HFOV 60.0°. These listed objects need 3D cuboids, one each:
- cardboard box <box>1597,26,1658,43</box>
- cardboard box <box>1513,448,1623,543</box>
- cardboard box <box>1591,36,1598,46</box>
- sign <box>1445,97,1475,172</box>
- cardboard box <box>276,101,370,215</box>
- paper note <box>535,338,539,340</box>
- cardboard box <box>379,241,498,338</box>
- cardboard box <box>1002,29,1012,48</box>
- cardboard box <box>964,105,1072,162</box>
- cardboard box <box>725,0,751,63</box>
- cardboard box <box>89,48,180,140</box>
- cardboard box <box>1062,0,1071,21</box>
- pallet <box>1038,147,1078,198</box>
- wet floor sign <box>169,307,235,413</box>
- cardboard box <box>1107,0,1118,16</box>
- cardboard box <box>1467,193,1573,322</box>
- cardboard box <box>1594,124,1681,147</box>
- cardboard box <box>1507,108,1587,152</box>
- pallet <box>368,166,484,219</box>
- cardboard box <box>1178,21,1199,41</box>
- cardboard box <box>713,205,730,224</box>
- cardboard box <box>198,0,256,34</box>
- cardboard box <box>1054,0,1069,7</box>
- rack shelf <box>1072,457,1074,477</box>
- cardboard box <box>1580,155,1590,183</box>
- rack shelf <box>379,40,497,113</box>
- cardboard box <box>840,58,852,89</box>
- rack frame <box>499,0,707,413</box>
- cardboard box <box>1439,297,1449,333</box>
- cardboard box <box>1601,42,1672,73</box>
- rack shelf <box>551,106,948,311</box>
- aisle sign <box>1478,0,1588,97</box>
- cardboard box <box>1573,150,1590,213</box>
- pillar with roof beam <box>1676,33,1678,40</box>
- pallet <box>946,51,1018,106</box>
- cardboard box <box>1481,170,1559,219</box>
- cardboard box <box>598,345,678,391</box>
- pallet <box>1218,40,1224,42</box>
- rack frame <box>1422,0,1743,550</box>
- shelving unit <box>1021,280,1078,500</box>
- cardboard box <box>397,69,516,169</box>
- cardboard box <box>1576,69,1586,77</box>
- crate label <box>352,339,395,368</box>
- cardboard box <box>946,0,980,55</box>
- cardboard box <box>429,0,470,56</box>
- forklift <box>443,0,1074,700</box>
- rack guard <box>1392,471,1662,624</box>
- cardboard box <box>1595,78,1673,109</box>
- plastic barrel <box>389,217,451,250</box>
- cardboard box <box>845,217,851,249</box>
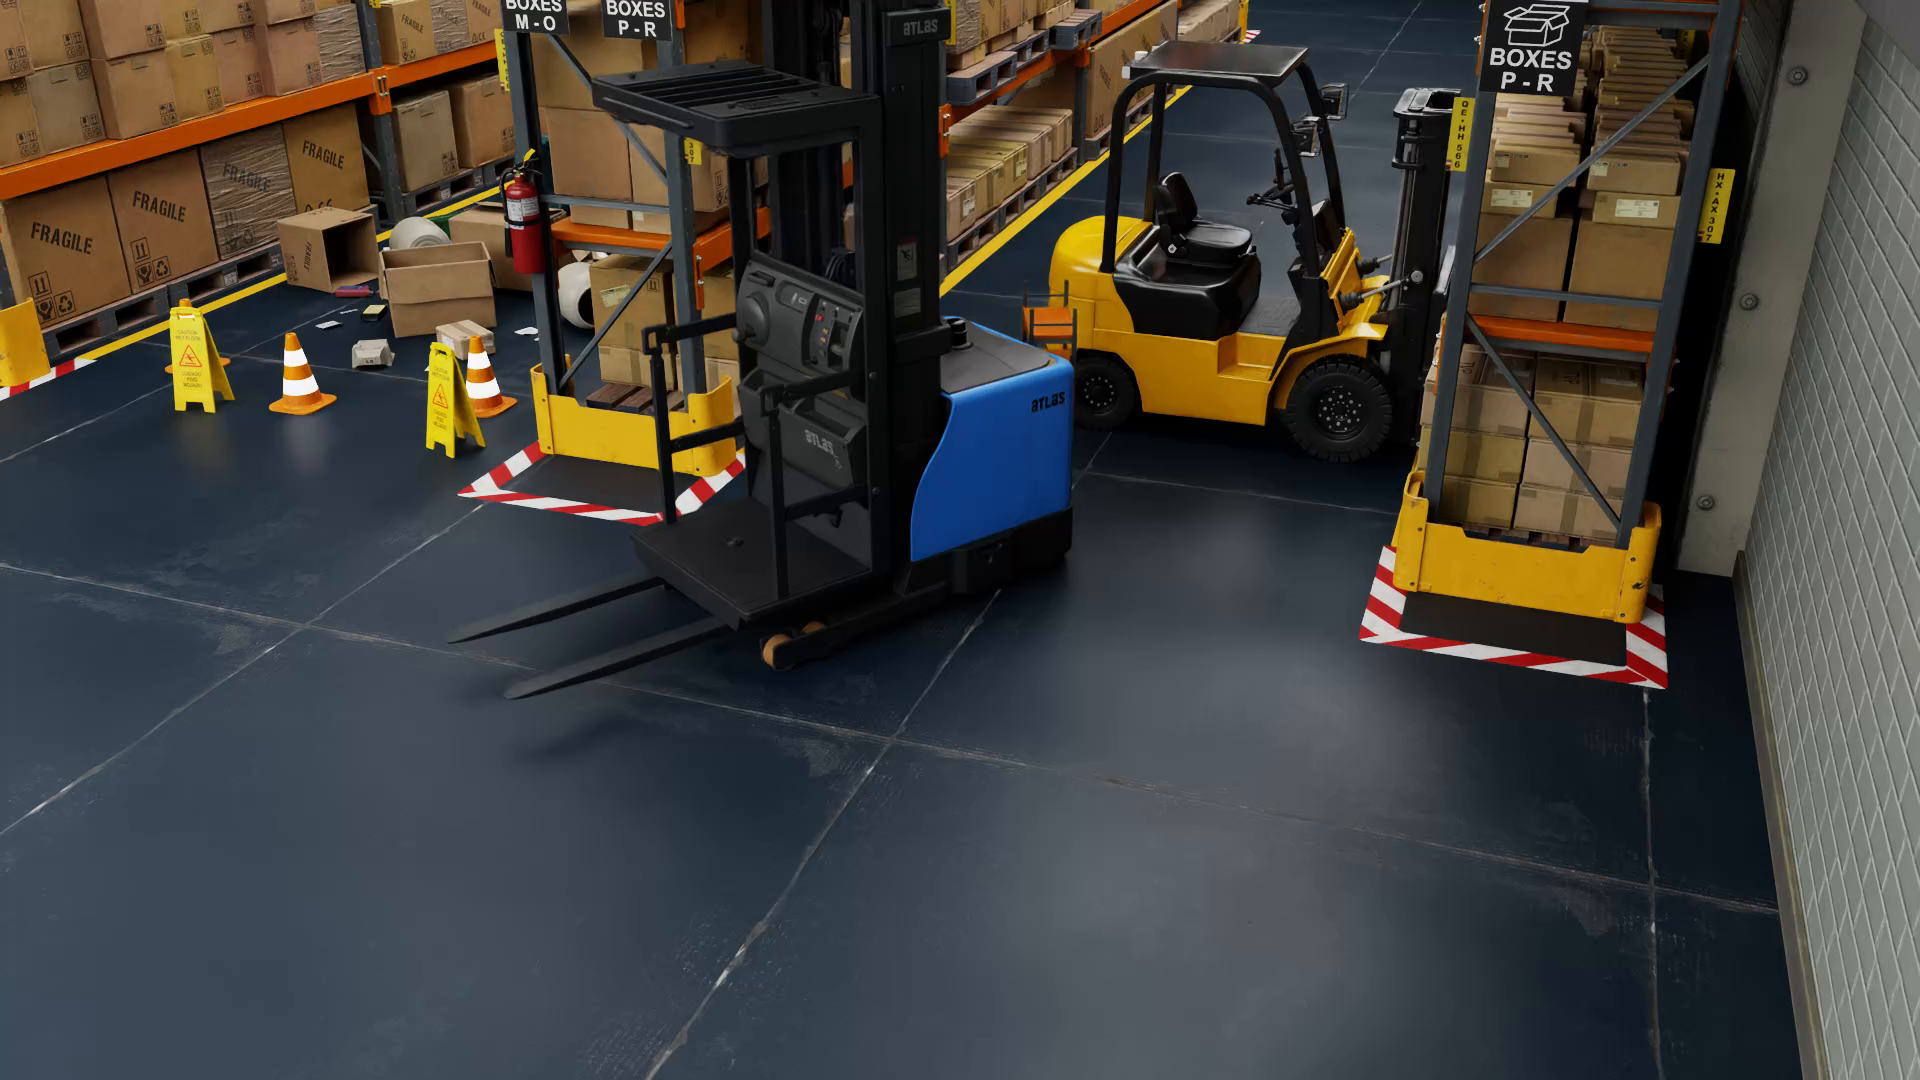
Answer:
[{"bbox_3d":[4.696,-3.515,11.708,0.380,0.149,0.250,8,27,17],"label":"cardboard box"},{"bbox_3d":[3.105,-0.232,8.461,0.500,0.250,0.500,9,27,18],"label":"cardboard box"},{"bbox_3d":[4.857,-3.494,12.124,0.500,0.250,0.500,8,27,16],"label":"cardboard box"},{"bbox_3d":[2.250,-1.820,7.465,0.100,0.325,0.005,9,27,17],"label":"sign"},{"bbox_3d":[-5.570,-3.130,13.729,0.875,0.875,0.875,9,27,18],"label":"cardboard box"},{"bbox_3d":[-2.943,-1.422,11.676,0.032,0.001,0.123,9,27,17],"label":"paper note"},{"bbox_3d":[-3.727,-1.791,11.872,0.797,0.503,0.637,-9,27,-18],"label":"cardboard box"},{"bbox_3d":[0.211,-4.157,13.699,0.380,0.149,0.250,9,27,18],"label":"cardboard box"},{"bbox_3d":[0.540,-3.889,15.873,0.950,0.372,0.625,7,27,14],"label":"cardboard box"},{"bbox_3d":[-1.712,-3.128,10.164,0.700,0.500,0.500,8,27,17],"label":"cardboard box"},{"bbox_3d":[-6.078,-3.170,11.682,0.875,0.550,0.550,9,27,17],"label":"cardboard box"},{"bbox_3d":[0.788,-4.790,15.007,0.380,0.149,0.250,9,27,17],"label":"cardboard box"},{"bbox_3d":[0.476,-3.537,15.813,1.003,0.211,1.213,9,27,17],"label":"pallet"},{"bbox_3d":[-4.768,-1.143,10.371,0.267,0.644,0.232,4,26,8],"label":"wet floor sign"},{"bbox_3d":[1.292,-5.424,16.682,0.500,0.250,0.500,8,27,16],"label":"cardboard box"},{"bbox_3d":[2.674,-1.393,8.070,0.500,0.500,0.500,8,27,16],"label":"cardboard box"},{"bbox_3d":[3.264,-1.898,8.029,0.380,0.149,0.250,9,27,18],"label":"cardboard box"},{"bbox_3d":[2.945,-2.065,8.372,0.380,0.149,0.250,9,27,18],"label":"cardboard box"},{"bbox_3d":[-5.109,-3.219,15.156,1.003,0.211,1.213,9,27,17],"label":"pallet"},{"bbox_3d":[2.379,-6.035,20.231,0.875,0.438,0.875,8,27,17],"label":"cardboard box"},{"bbox_3d":[-1.546,-1.928,9.578,0.380,0.149,0.250,9,27,18],"label":"cardboard box"},{"bbox_3d":[-5.833,-4.108,12.381,0.875,0.550,0.550,9,27,17],"label":"cardboard box"},{"bbox_3d":[0.687,-5.040,14.779,0.500,0.500,0.500,8,27,17],"label":"cardboard box"},{"bbox_3d":[0.466,-0.495,9.006,0.258,0.148,0.480,-1,26,-2],"label":"rack shelf"},{"bbox_3d":[3.228,-1.760,8.084,0.380,0.149,0.250,8,27,17],"label":"cardboard box"},{"bbox_3d":[-4.629,-4.644,15.725,1.077,0.370,4.000,9,27,17],"label":"rack shelf"},{"bbox_3d":[-1.006,-2.792,10.618,0.500,0.500,0.500,8,27,16],"label":"cardboard box"},{"bbox_3d":[-1.924,-1.826,9.079,1.000,3.000,0.127,9,27,17],"label":"rack frame"},{"bbox_3d":[2.940,-1.163,9.236,0.500,0.250,0.500,9,27,18],"label":"cardboard box"},{"bbox_3d":[4.145,-2.950,10.200,0.380,0.149,0.250,8,27,16],"label":"cardboard box"},{"bbox_3d":[-1.259,-2.324,10.933,1.077,0.370,4.000,9,27,17],"label":"rack shelf"},{"bbox_3d":[2.459,-2.293,7.061,0.394,0.787,0.004,9,27,17],"label":"aisle sign"},{"bbox_3d":[3.500,-1.740,8.788,0.500,0.500,0.500,8,27,17],"label":"cardboard box"},{"bbox_3d":[3.773,-9.519,18.083,9.100,9.000,0.400,9,27,17],"label":"pillar with roof beam"},{"bbox_3d":[-0.202,-3.676,13.121,1.003,0.211,1.213,9,27,17],"label":"pallet"},{"bbox_3d":[2.609,-1.627,7.810,0.380,0.149,0.250,9,27,18],"label":"cardboard box"},{"bbox_3d":[-1.901,-1.158,10.373,0.500,0.250,0.500,9,27,17],"label":"cardboard box"},{"bbox_3d":[2.800,-6.306,21.532,1.003,0.211,1.213,9,27,17],"label":"pallet"},{"bbox_3d":[2.758,-1.107,7.595,1.000,3.000,0.127,9,27,17],"label":"rack frame"},{"bbox_3d":[0.466,-0.734,8.890,0.258,1.200,0.503,-1,26,-2],"label":"shelving unit"},{"bbox_3d":[-4.849,-3.986,15.641,1.050,0.750,0.750,9,27,17],"label":"cardboard box"},{"bbox_3d":[3.349,-2.593,9.463,0.380,0.149,0.250,9,27,17],"label":"cardboard box"},{"bbox_3d":[-3.955,-1.254,11.183,0.250,0.136,0.298,-5,26,-9],"label":"crate label"},{"bbox_3d":[-0.167,-3.988,12.608,0.500,0.500,0.500,9,27,19],"label":"cardboard box"},{"bbox_3d":[-4.699,-4.575,14.643,0.500,0.500,0.500,9,27,18],"label":"cardboard box"},{"bbox_3d":[-0.896,-0.984,7.419,3.031,2.935,1.130,-19,32,-34],"label":"forklift"},{"bbox_3d":[2.750,0.028,8.119,1.175,0.500,0.348,9,27,17],"label":"rack guard"},{"bbox_3d":[3.697,-2.426,9.118,0.380,0.149,0.250,10,27,19],"label":"cardboard box"},{"bbox_3d":[-4.226,-2.298,13.010,0.421,0.421,0.512,-14,29,-27],"label":"plastic barrel"},{"bbox_3d":[-1.043,-1.836,10.913,0.500,0.500,0.500,9,27,18],"label":"cardboard box"}]
